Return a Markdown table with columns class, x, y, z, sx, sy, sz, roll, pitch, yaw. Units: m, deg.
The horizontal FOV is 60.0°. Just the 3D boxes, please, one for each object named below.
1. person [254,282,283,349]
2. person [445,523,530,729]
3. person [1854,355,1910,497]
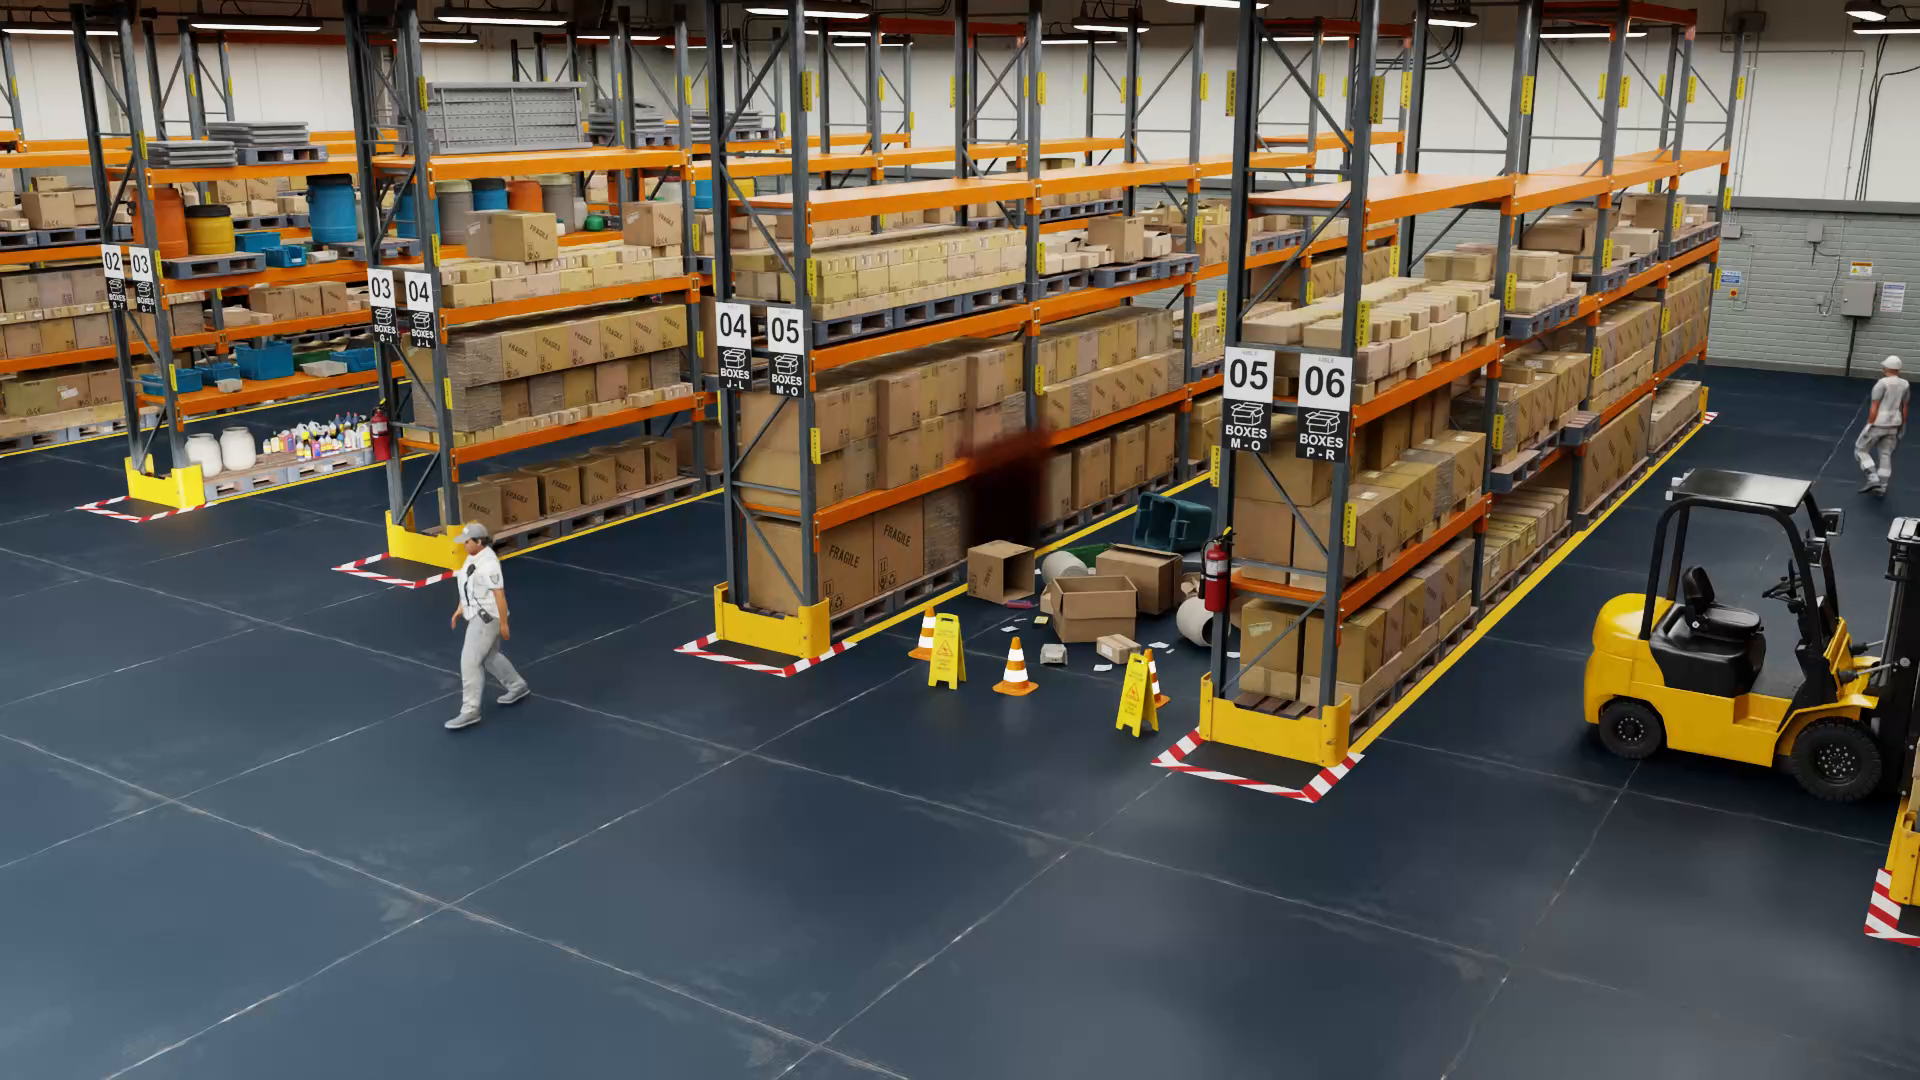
| class | x | y | z | sx | sy | sz | roll | pitch | yaw |
| --- | --- | --- | --- | --- | --- | --- | --- | --- | --- |
| person | -12.234 | -3.807 | 29.706 | 0.670 | 1.734 | 0.634 | 10 | 19 | 33 |
| person | -3.980 | 0.665 | 13.814 | 0.759 | 1.620 | 0.656 | -6 | 17 | -22 |
| person | 11.706 | -1.431 | 21.033 | 0.602 | 1.790 | 0.472 | -3 | 16 | -10 |
